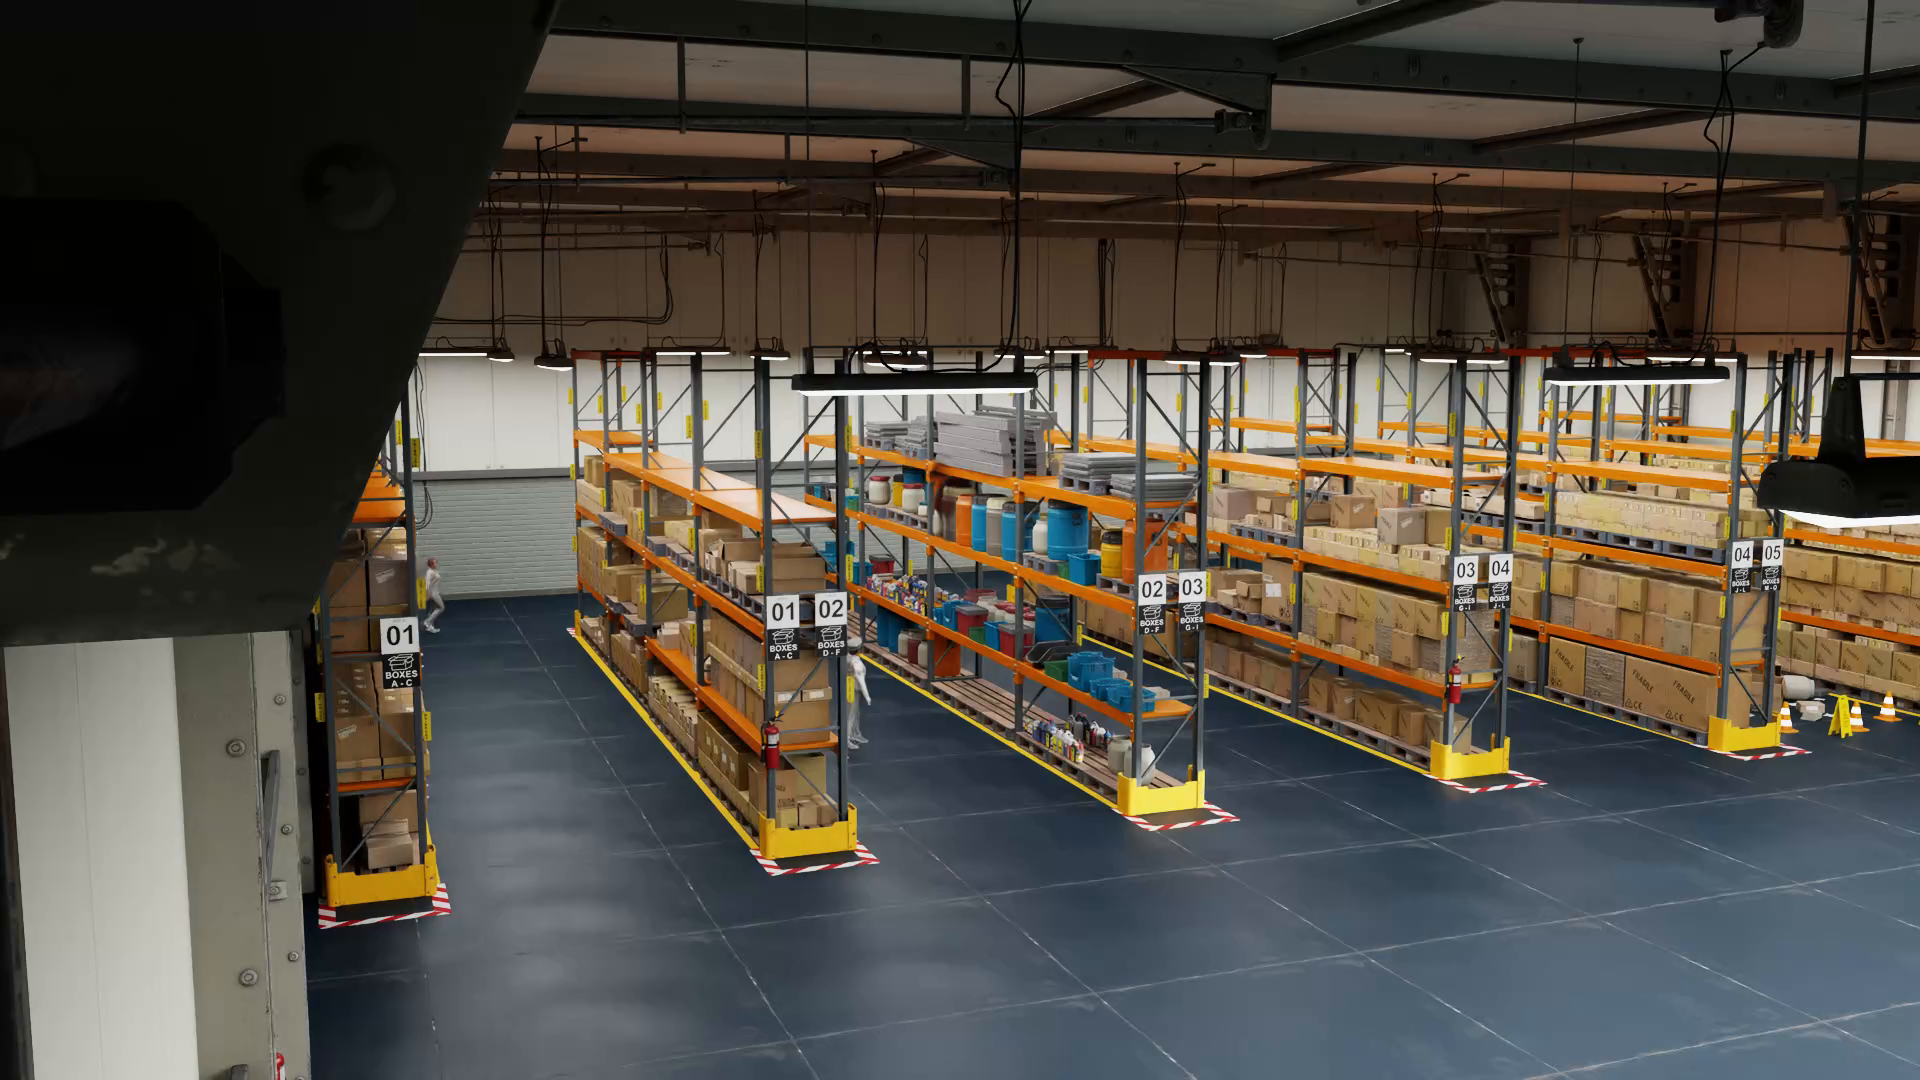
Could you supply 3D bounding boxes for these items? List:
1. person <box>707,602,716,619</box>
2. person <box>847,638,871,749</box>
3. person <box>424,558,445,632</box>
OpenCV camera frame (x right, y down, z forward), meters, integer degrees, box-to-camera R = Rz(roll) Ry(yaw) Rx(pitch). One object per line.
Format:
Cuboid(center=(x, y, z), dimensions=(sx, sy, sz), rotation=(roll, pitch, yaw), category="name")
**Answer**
Cuboid(center=(-4.861, 1.367, 33.166), dimensions=(0.482, 1.744, 0.594), rotation=(0, 7, 3), category="person")
Cuboid(center=(-1.599, 2.323, 25.329), dimensions=(0.509, 1.714, 0.618), rotation=(-2, 7, -14), category="person")
Cuboid(center=(-11.131, 1.159, 35.096), dimensions=(0.422, 1.596, 0.430), rotation=(-3, 8, -24), category="person")
